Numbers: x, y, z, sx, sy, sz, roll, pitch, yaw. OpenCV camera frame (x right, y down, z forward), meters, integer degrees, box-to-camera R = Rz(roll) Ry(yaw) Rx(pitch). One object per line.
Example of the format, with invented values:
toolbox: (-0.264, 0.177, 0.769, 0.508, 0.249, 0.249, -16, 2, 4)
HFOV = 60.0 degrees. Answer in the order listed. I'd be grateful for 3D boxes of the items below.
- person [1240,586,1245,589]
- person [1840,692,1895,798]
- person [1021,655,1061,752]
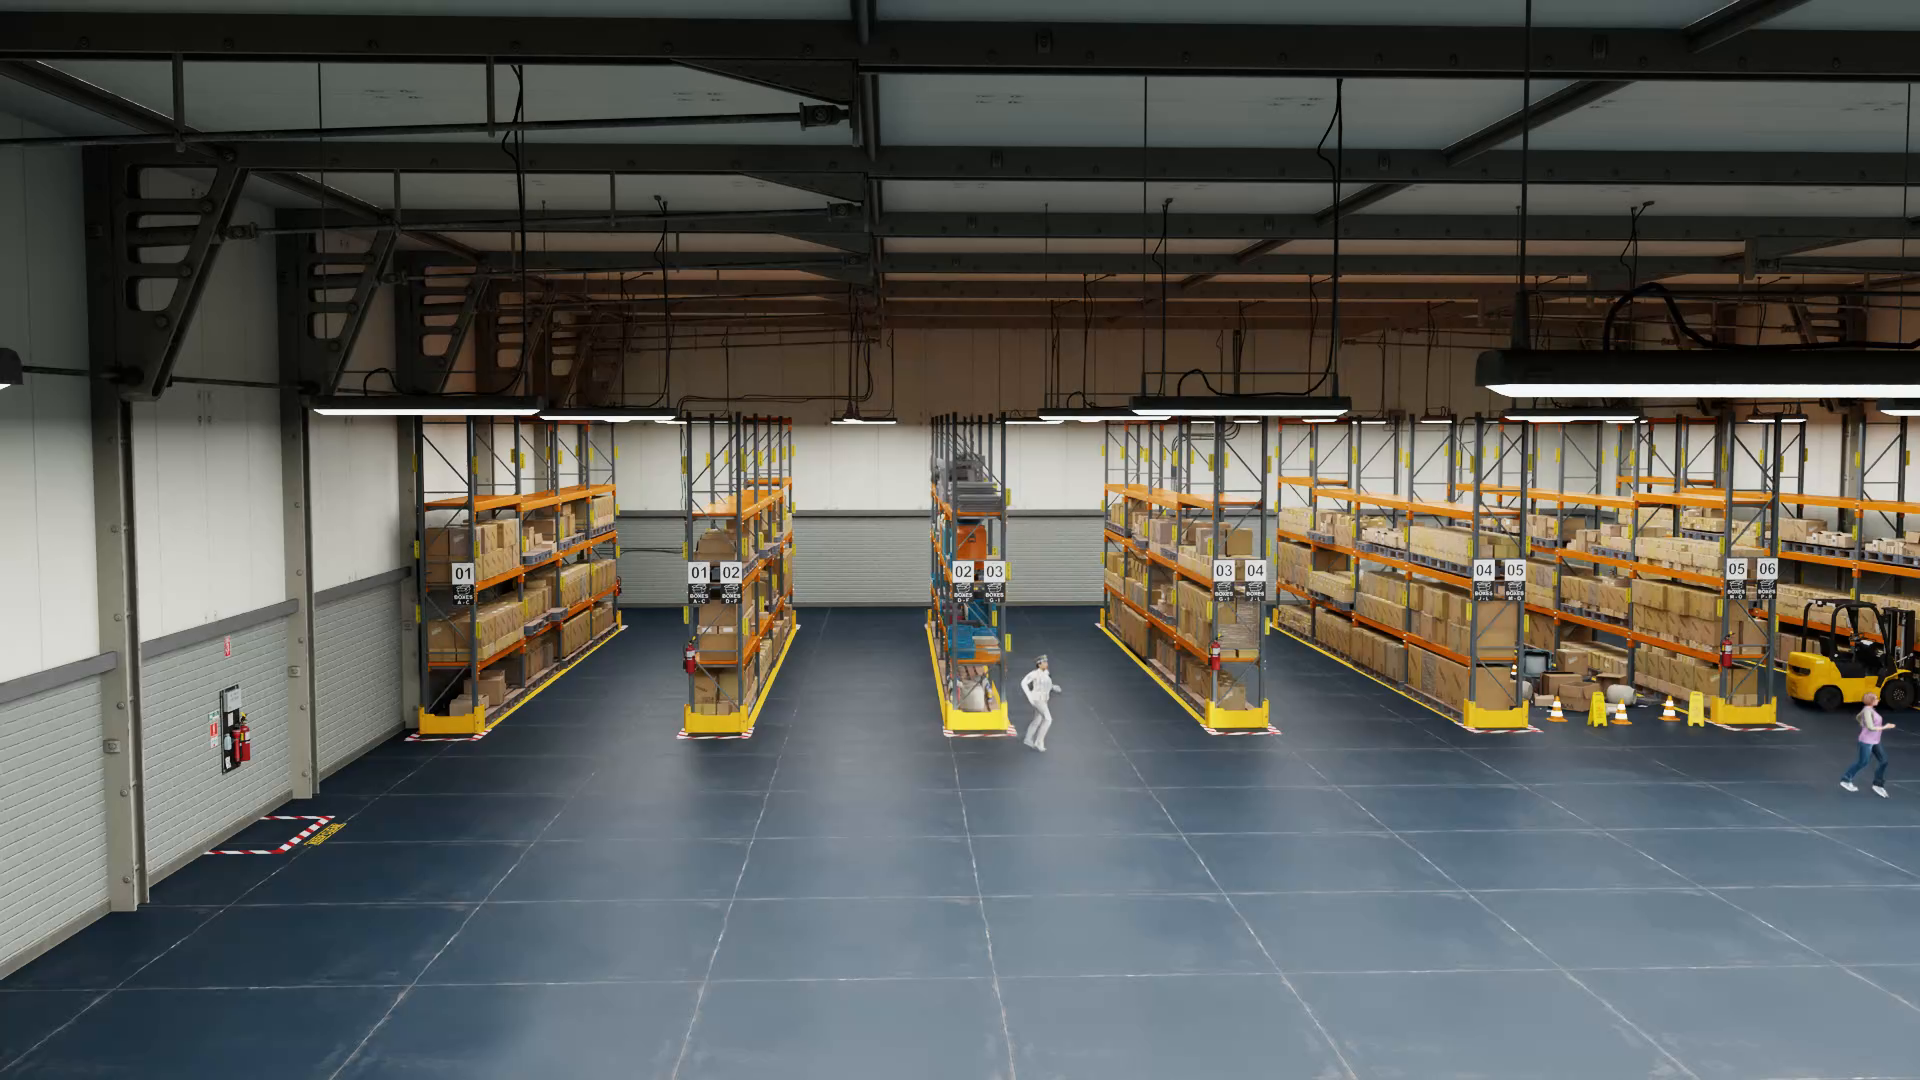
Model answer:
person: (7.866, 1.799, 45.191, 0.713, 1.746, 0.761, 0, 4, 3)
person: (14.073, 3.166, 25.763, 0.724, 1.646, 0.510, 4, 5, 43)
person: (1.436, 2.879, 29.459, 0.706, 1.730, 0.607, 2, 5, 31)
